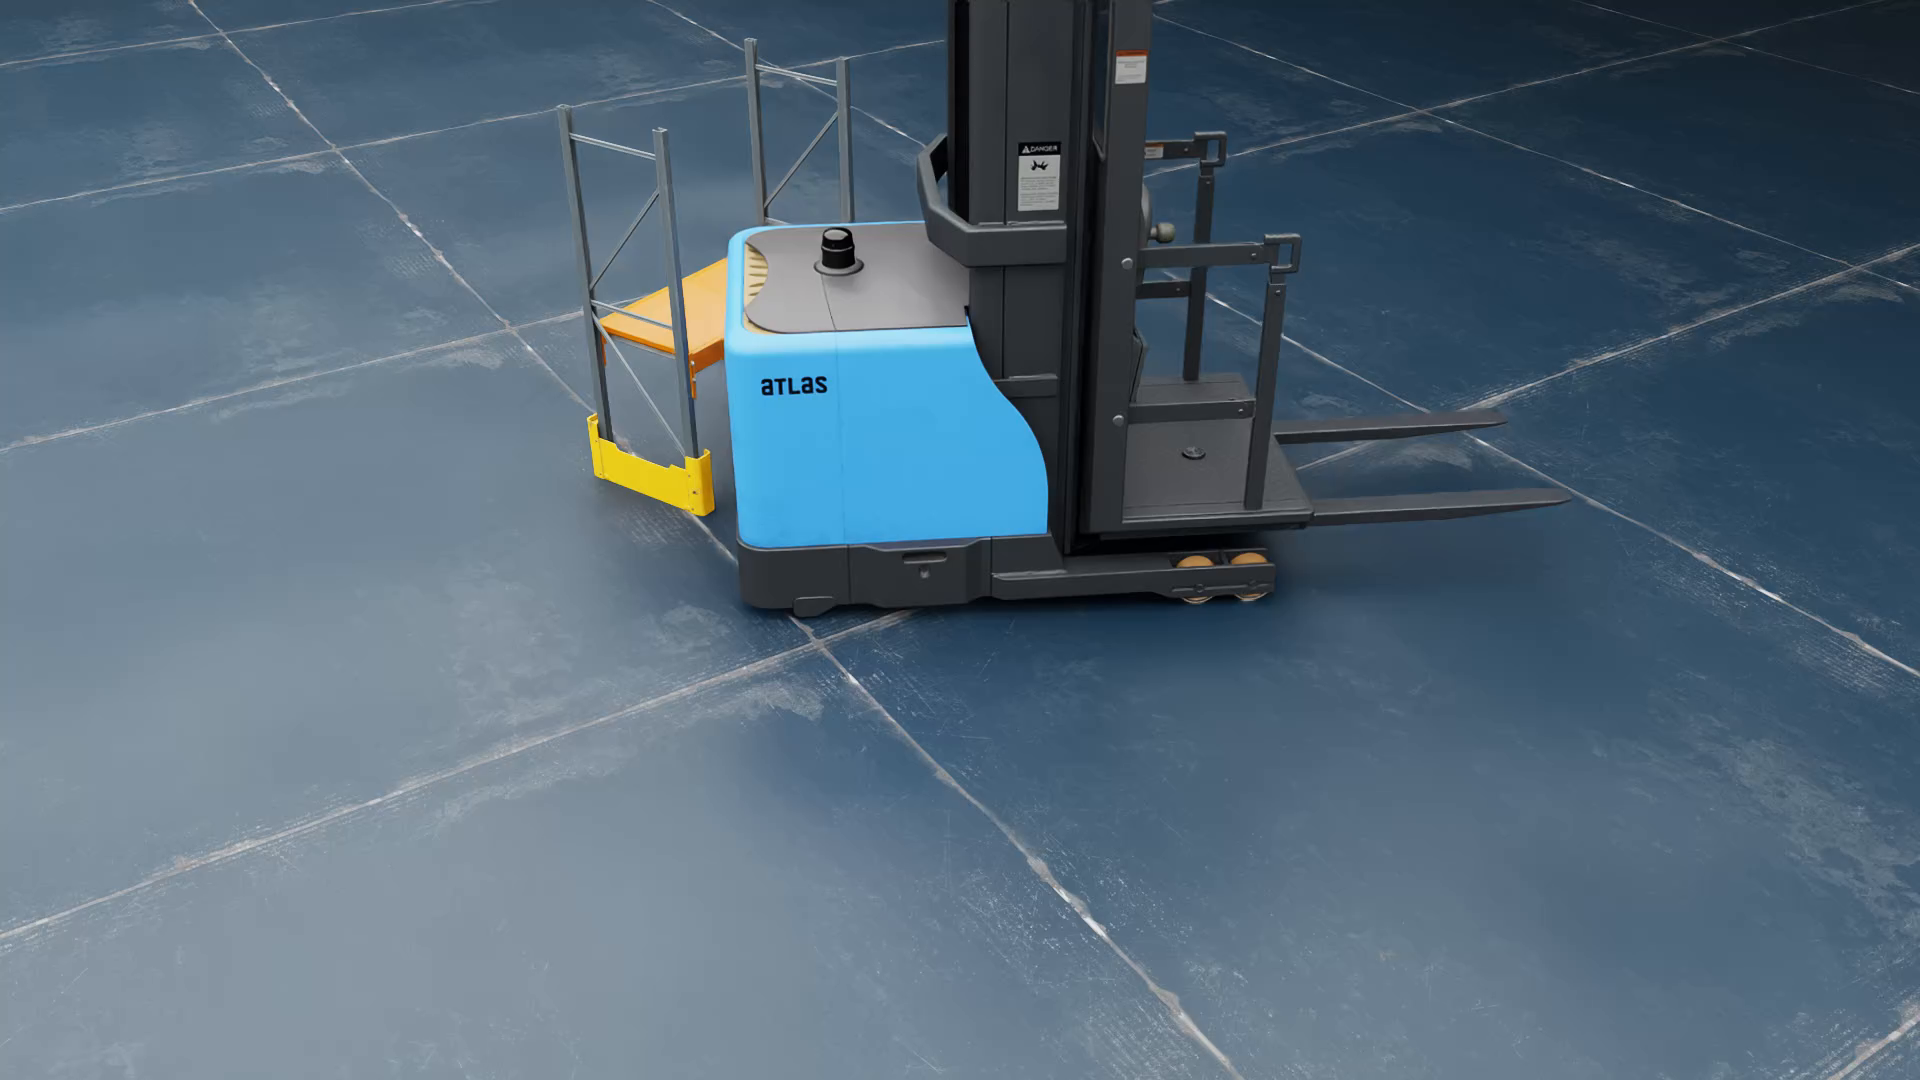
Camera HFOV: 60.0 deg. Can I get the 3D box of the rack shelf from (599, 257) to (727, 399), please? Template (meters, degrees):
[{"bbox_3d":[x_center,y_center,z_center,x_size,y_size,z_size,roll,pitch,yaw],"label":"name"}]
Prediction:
[{"bbox_3d":[-0.923,-0.900,6.608,0.538,0.185,1.000,20,37,28],"label":"rack shelf"}]

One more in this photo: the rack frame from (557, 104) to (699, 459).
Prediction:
[{"bbox_3d":[-1.208,-0.827,6.155,0.500,1.500,0.032,20,37,28],"label":"rack frame"}]

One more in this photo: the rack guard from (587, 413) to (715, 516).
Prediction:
[{"bbox_3d":[-1.207,-0.299,6.490,0.587,0.250,0.087,20,37,28],"label":"rack guard"}]

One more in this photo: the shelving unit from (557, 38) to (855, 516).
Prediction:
[{"bbox_3d":[-0.928,-1.048,6.505,0.587,1.500,1.083,20,37,28],"label":"shelving unit"}]

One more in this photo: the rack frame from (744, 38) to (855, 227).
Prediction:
[{"bbox_3d":[-0.639,-1.277,6.868,0.500,1.500,0.032,20,37,28],"label":"rack frame"}]

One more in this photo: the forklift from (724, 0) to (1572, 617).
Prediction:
[{"bbox_3d":[0.698,-1.295,5.556,3.031,2.935,1.130,-3,32,-5],"label":"forklift"}]
